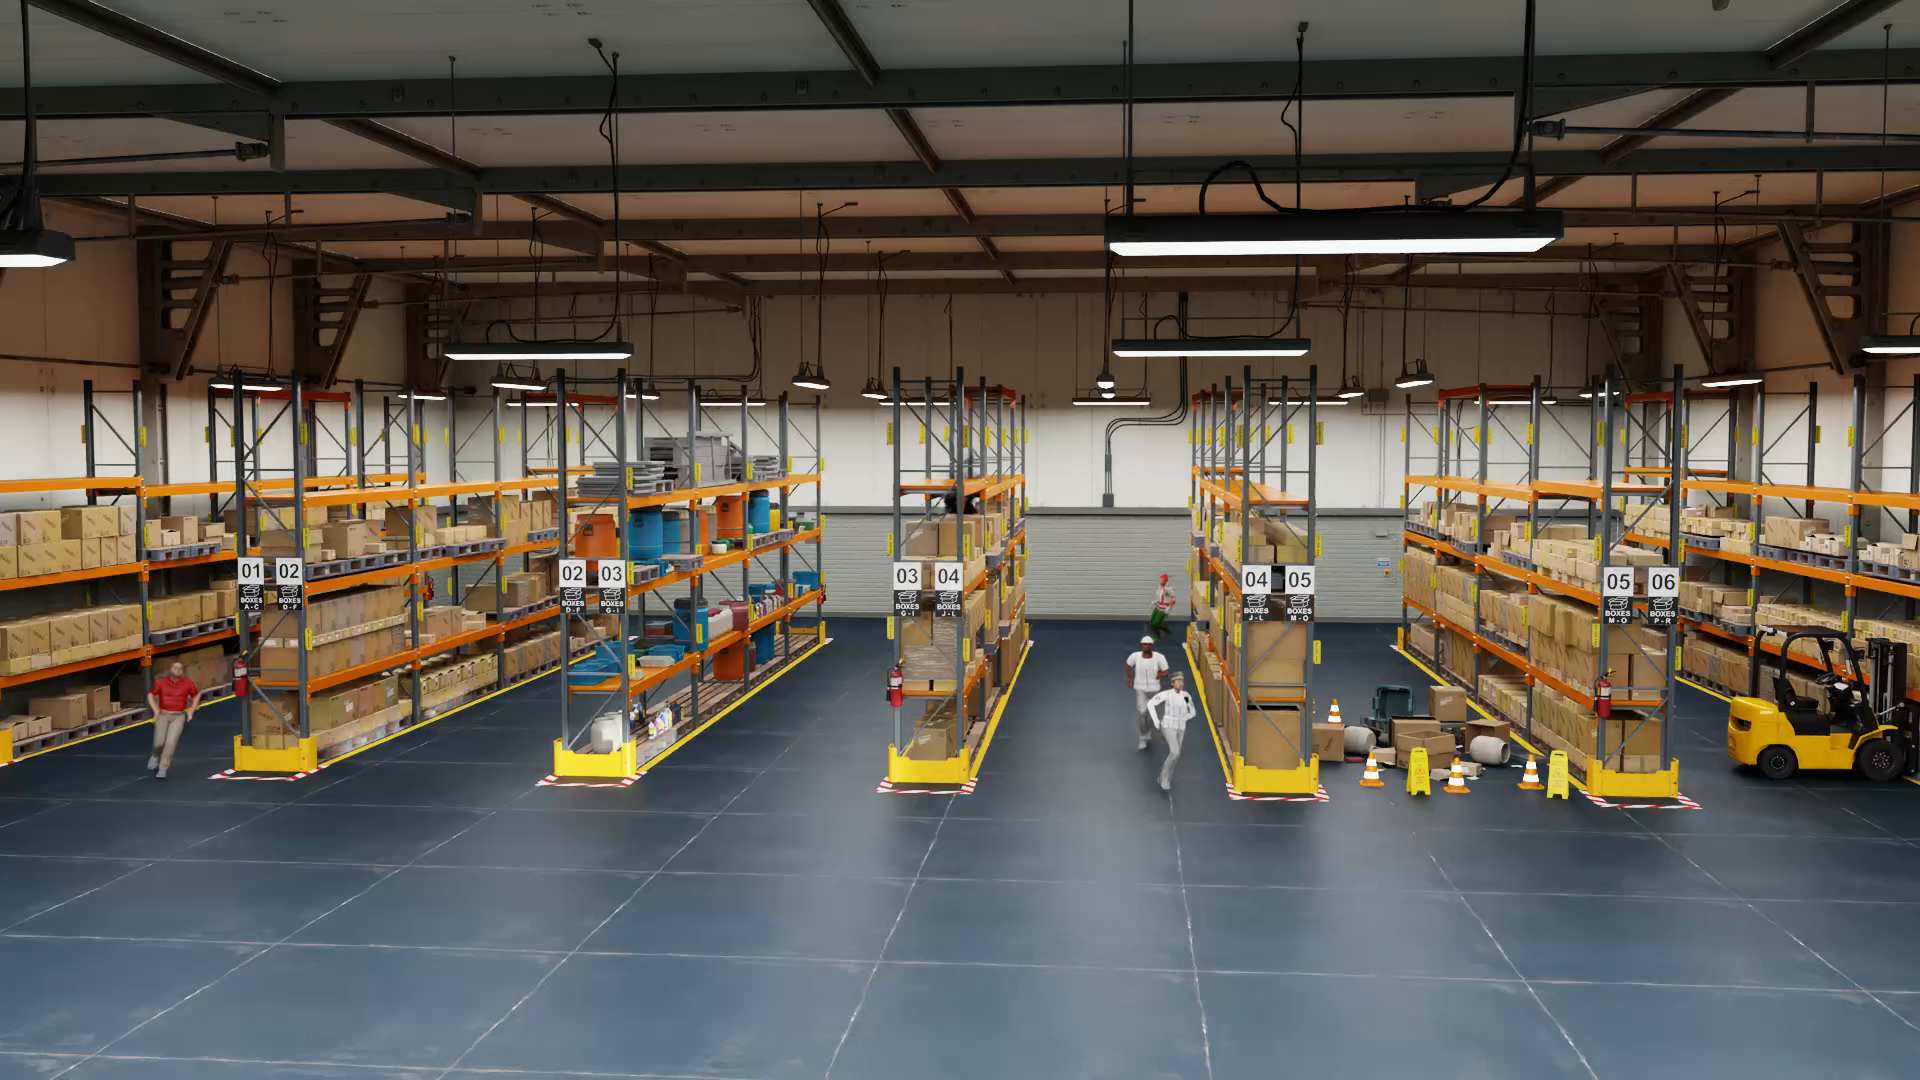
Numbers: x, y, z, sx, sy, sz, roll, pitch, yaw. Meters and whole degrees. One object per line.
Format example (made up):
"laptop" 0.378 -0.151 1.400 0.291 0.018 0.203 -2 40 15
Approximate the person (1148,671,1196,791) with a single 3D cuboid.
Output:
"person" 3.058 2.706 23.629 0.615 1.691 0.583 -2 4 -28

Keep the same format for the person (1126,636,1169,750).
"person" 3.046 2.451 26.945 0.681 1.819 0.786 0 4 0

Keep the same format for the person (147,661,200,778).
"person" -11.659 2.638 24.652 0.731 1.681 0.620 -2 4 -27

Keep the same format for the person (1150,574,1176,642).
"person" 4.955 1.665 40.397 0.571 1.684 0.743 -2 4 -25
